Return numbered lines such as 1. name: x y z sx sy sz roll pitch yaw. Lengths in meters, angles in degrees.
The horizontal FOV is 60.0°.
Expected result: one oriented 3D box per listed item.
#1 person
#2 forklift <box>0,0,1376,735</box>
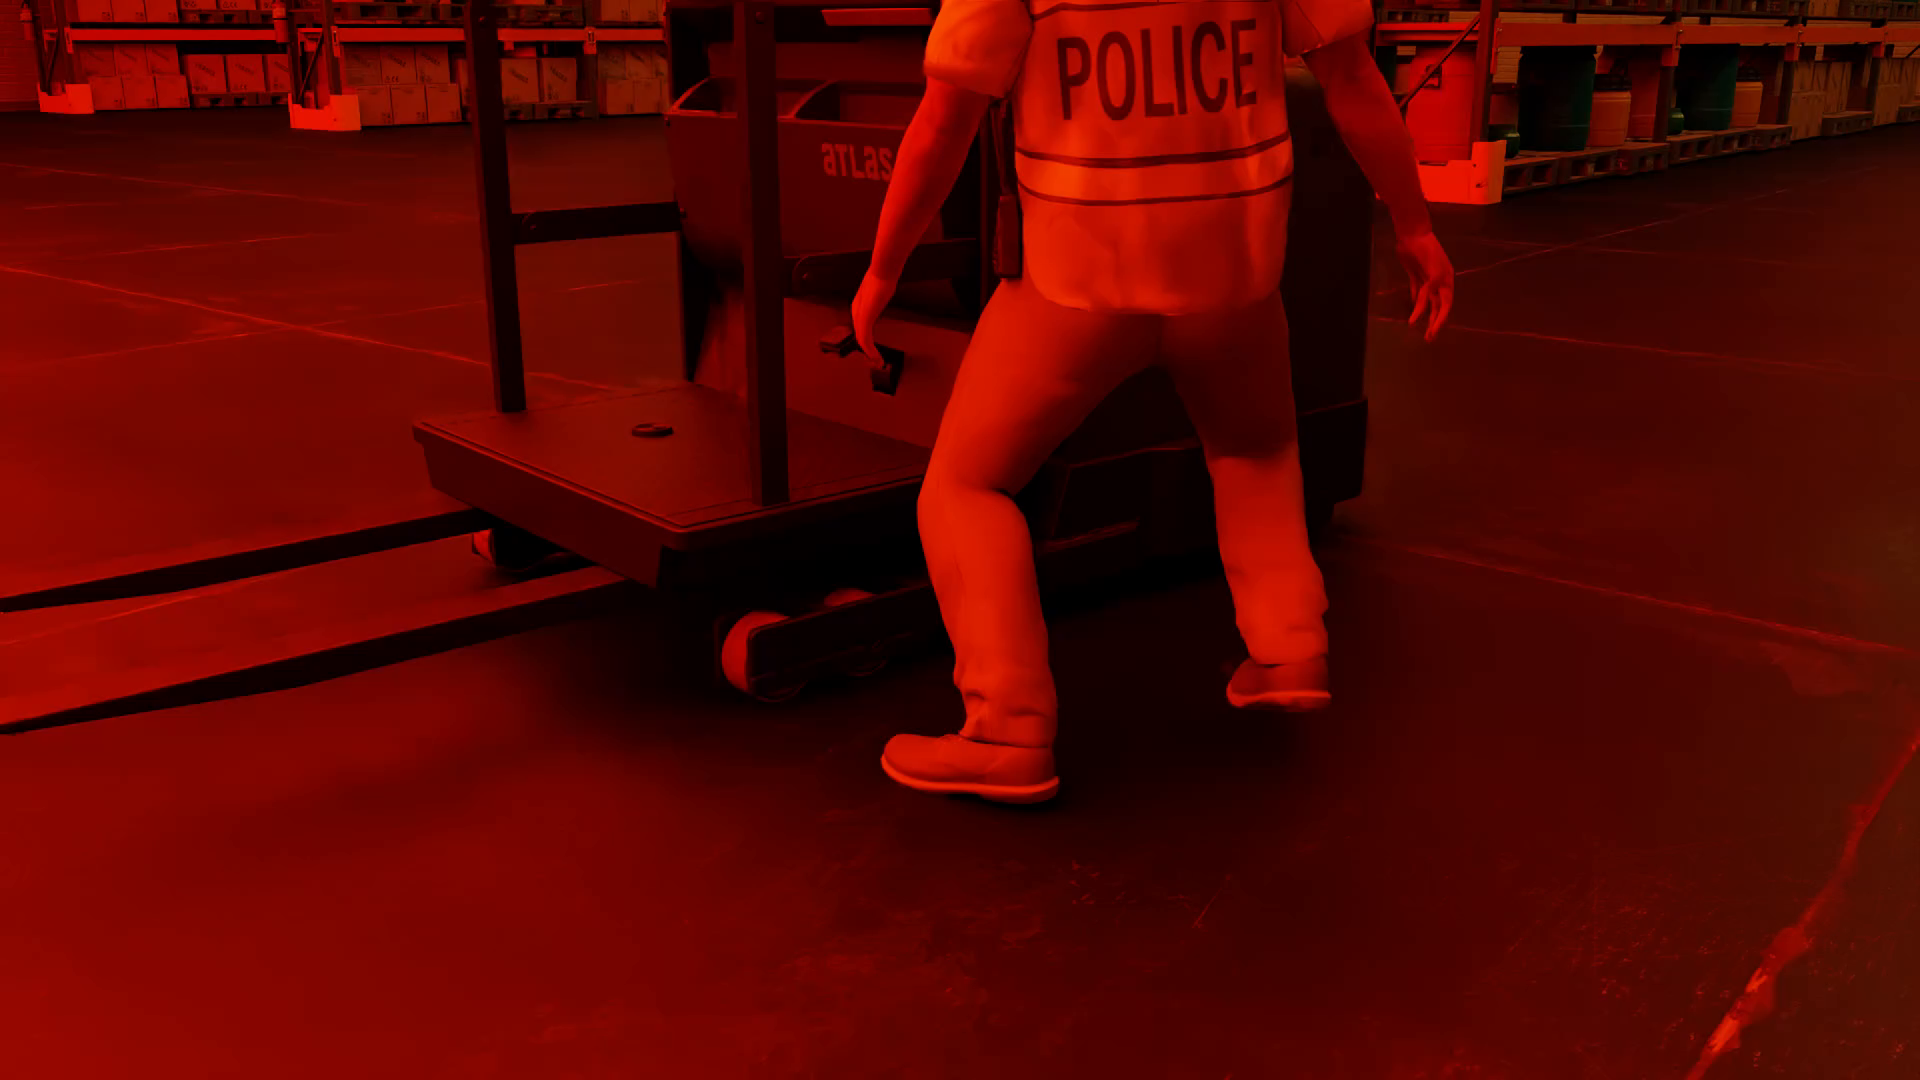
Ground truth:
1. person: 0.292 -0.442 2.580 0.921 1.663 0.514 -2 17 -5
2. forklift: -0.457 -1.281 3.117 3.031 2.935 1.130 -14 22 -39
